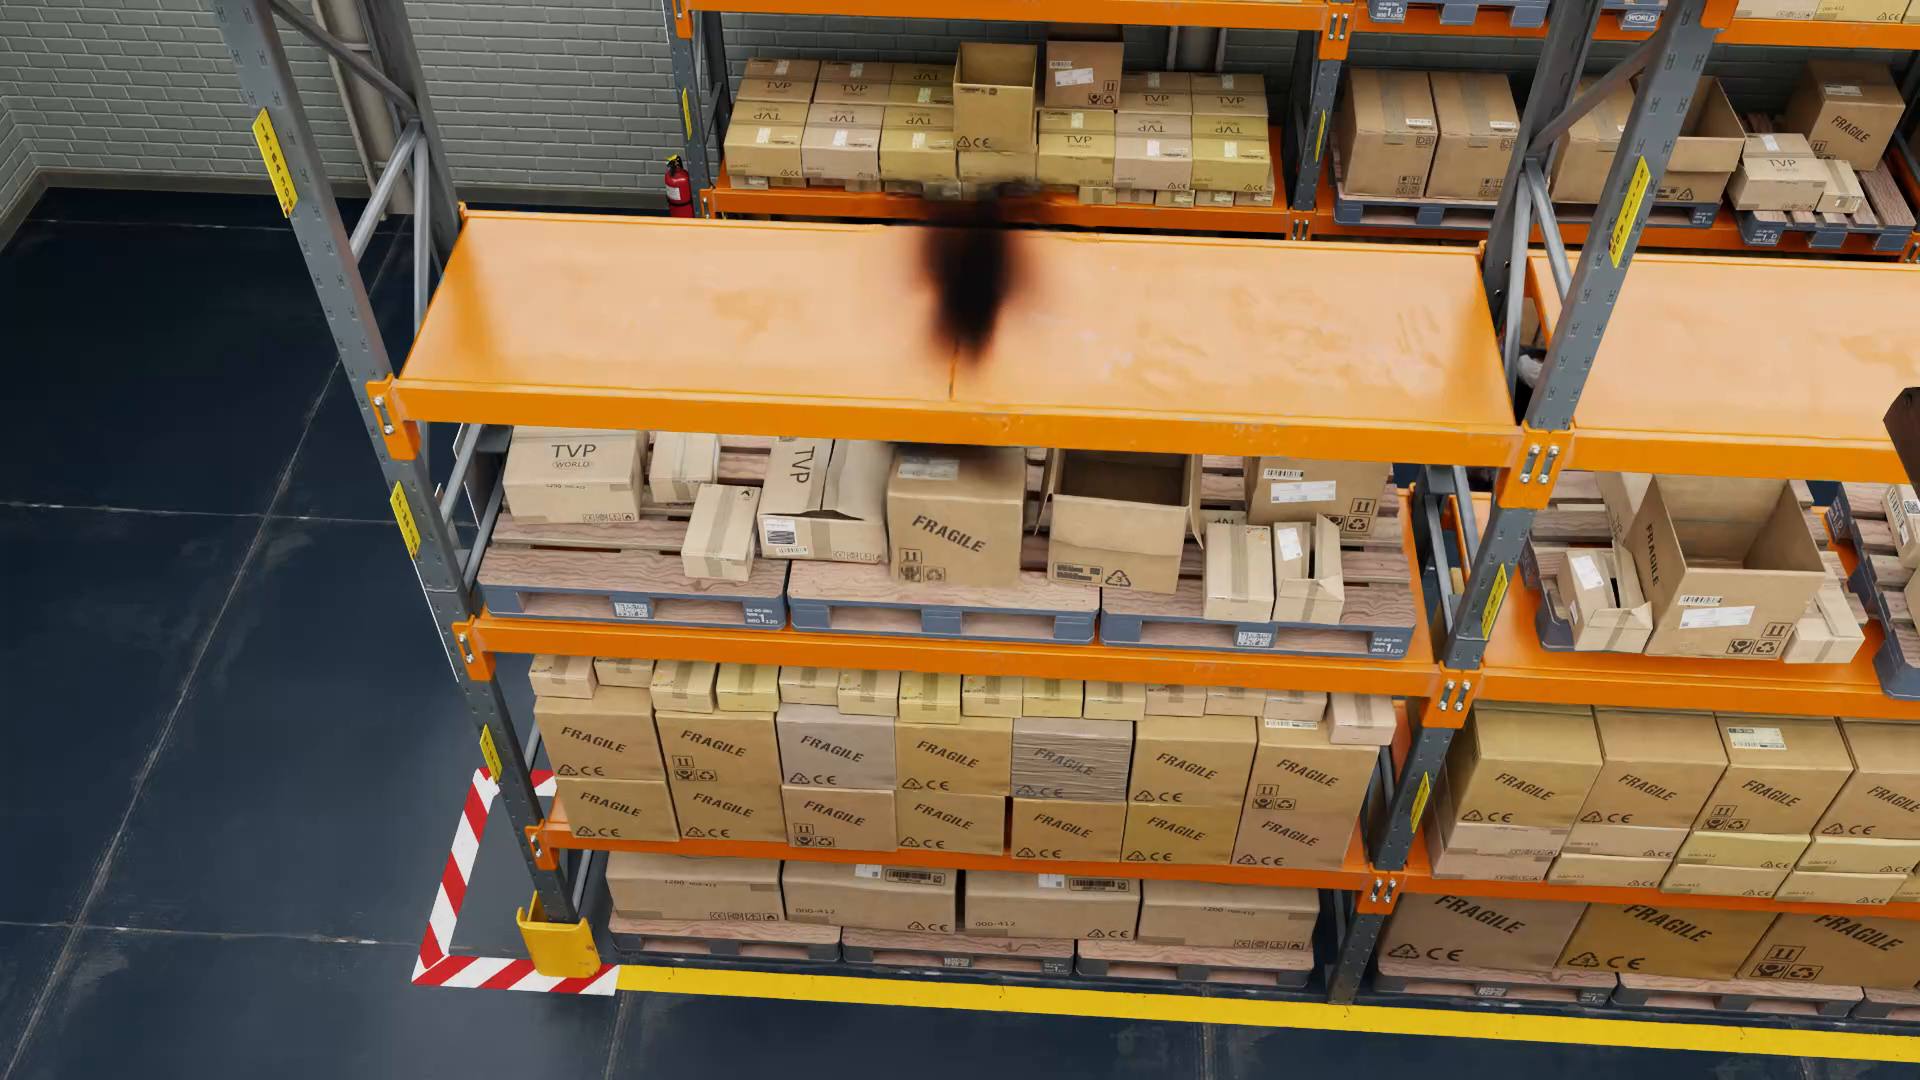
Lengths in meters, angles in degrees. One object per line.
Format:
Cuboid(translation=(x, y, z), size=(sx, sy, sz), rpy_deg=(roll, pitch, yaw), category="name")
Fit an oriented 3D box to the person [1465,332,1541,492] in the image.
Cuboid(translation=(3.304, -0.809, 10.388), size=(0.845, 1.611, 0.653), rpy_deg=(-15, 50, -13), category="person")
